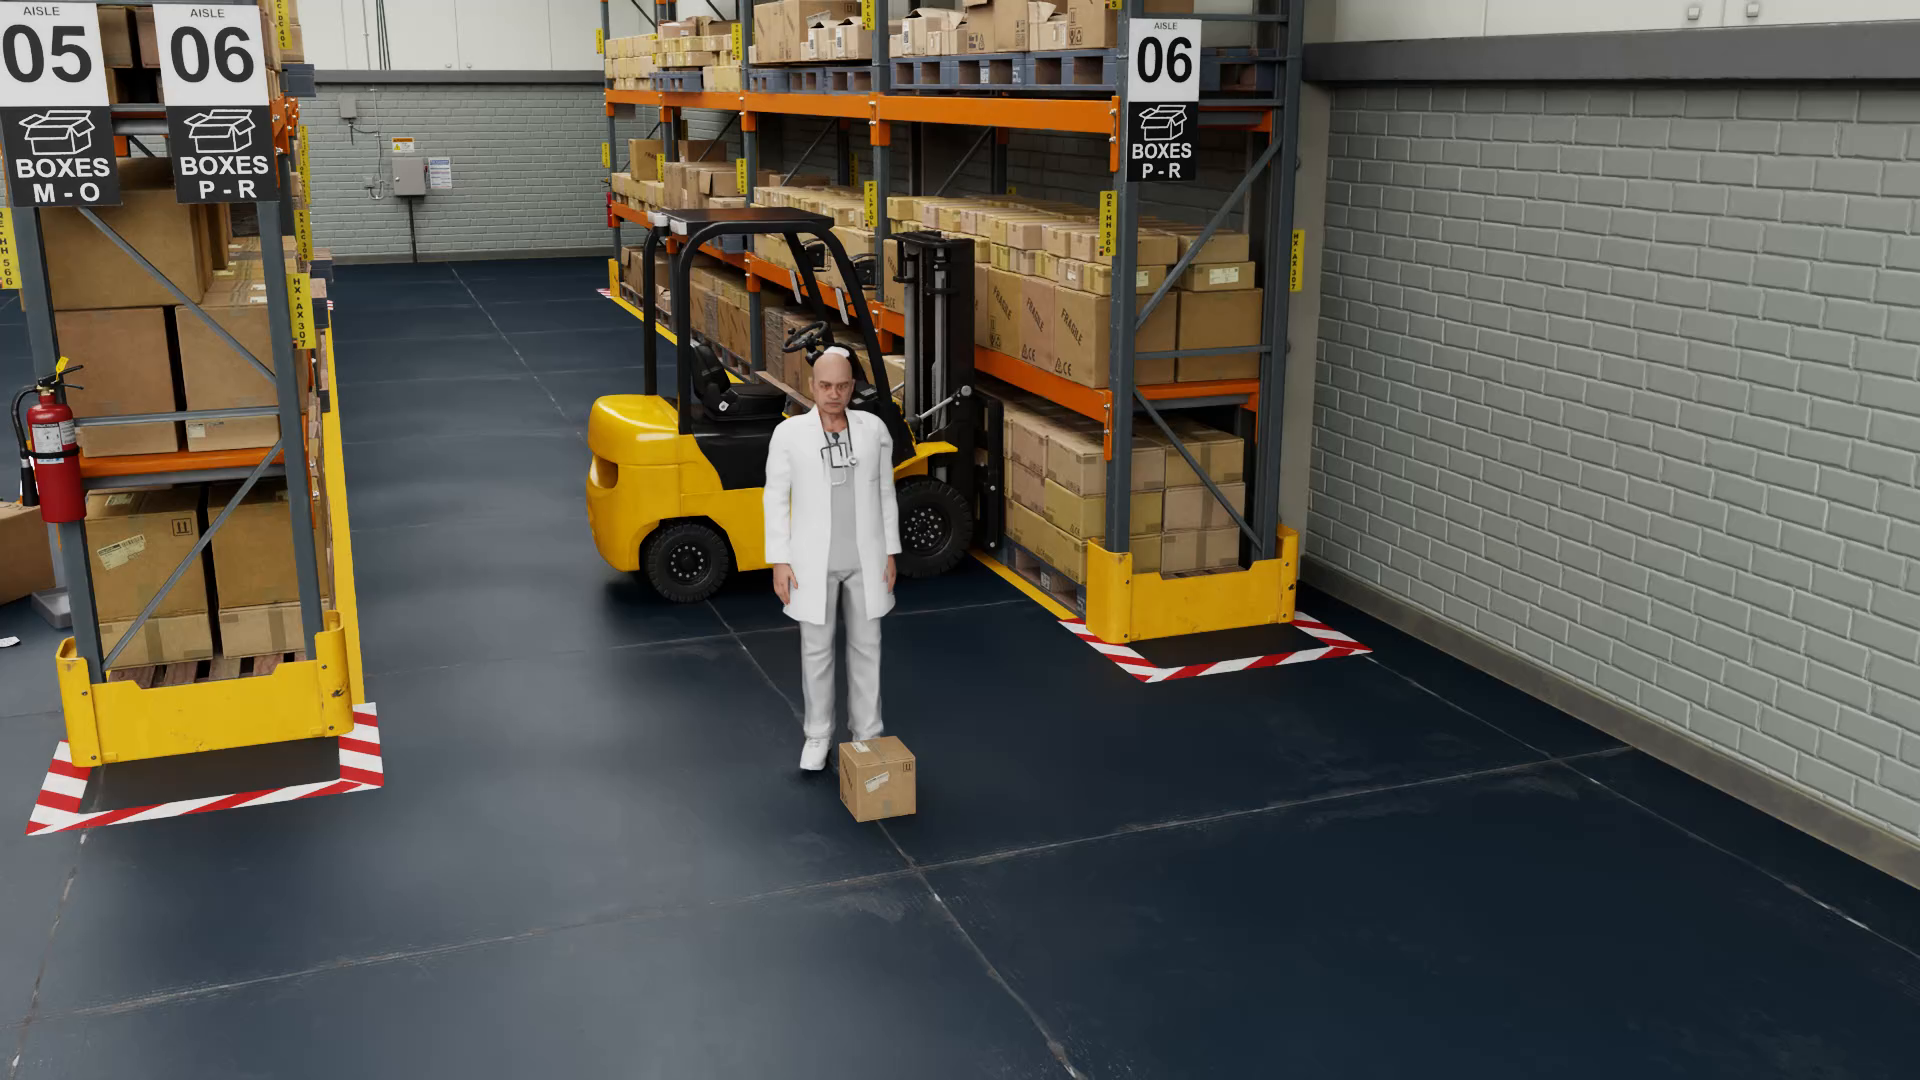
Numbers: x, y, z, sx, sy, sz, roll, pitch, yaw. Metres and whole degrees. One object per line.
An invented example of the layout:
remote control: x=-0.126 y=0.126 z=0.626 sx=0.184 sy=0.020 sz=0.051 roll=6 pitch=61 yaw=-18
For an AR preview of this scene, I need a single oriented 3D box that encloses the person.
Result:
person: x=-0.533 y=0.204 z=7.124 sx=0.588 sy=1.564 sz=0.386 roll=-4 pitch=16 yaw=-15
